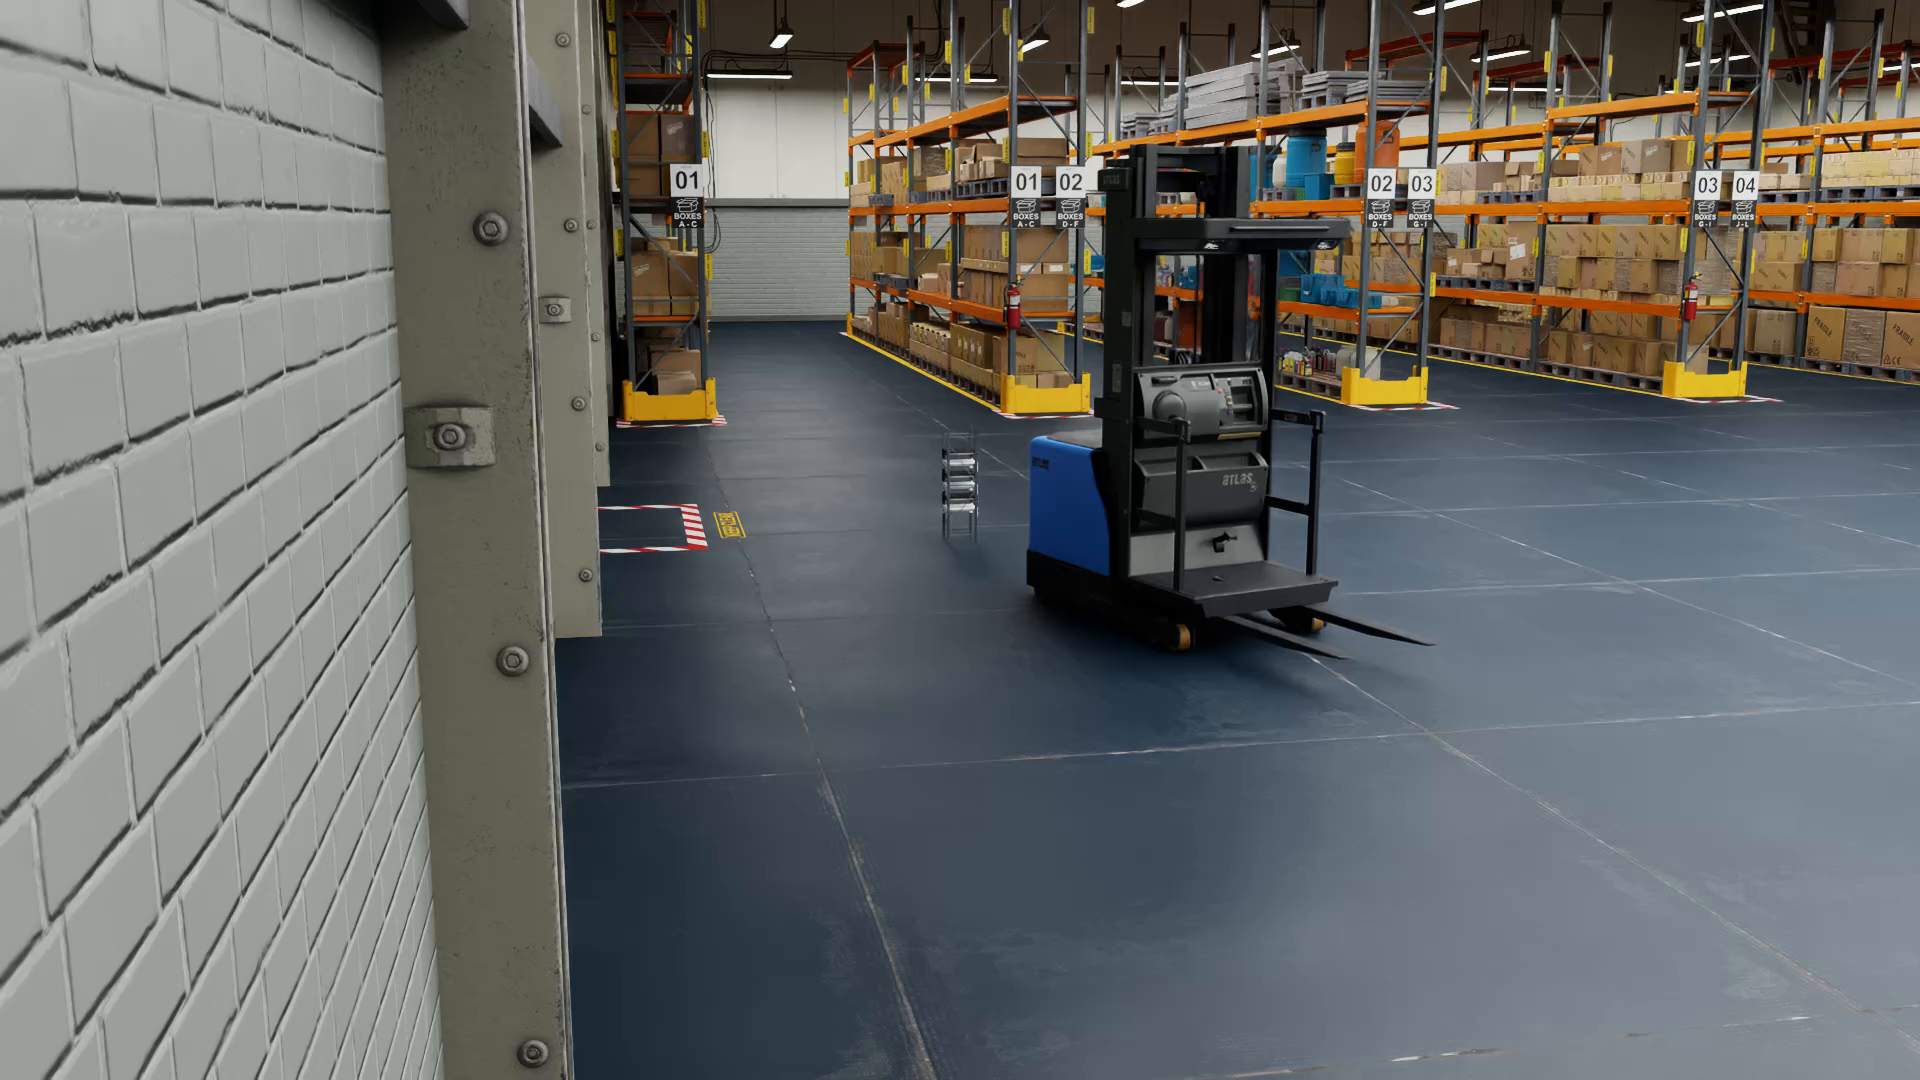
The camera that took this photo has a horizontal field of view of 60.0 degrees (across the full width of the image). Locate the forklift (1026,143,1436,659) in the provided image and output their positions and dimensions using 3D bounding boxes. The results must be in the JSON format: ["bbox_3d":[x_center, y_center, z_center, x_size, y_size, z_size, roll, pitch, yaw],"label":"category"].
[{"bbox_3d":[1.588,-0.878,9.972,1.130,2.935,3.031,-6,12,-28],"label":"forklift"}]

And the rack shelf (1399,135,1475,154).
[{"bbox_3d":[8.909,-7.795,33.080,1.077,0.370,4.000,-2,11,-11],"label":"rack shelf"}]

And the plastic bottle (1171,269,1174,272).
[{"bbox_3d":[4.251,-5.279,33.243,0.152,0.276,0.135,-2,11,-11],"label":"plastic bottle"}]

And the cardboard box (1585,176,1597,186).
[{"bbox_3d":[10.044,-5.630,26.068,0.380,0.149,0.250,-2,11,-12],"label":"cardboard box"}]

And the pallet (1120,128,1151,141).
[{"bbox_3d":[3.853,-8.092,33.219,1.003,0.211,1.213,-2,11,-11],"label":"pallet"}]

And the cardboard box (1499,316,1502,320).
[{"bbox_3d":[12.650,-5.125,38.603,0.380,0.149,0.250,-3,11,-14],"label":"cardboard box"}]

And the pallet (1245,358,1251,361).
[{"bbox_3d":[5.027,-2.890,27.818,1.003,0.211,1.213,-2,11,-11],"label":"pallet"}]

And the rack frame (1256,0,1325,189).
[{"bbox_3d":[5.218,-7.065,26.247,1.000,3.000,0.127,-2,11,-11],"label":"rack frame"}]

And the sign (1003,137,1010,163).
[{"bbox_3d":[0.602,-5.057,21.565,0.100,0.325,0.005,-2,11,-11],"label":"sign"}]

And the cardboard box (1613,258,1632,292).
[{"bbox_3d":[10.505,-4.042,25.347,0.875,0.500,0.500,-2,11,-11],"label":"cardboard box"}]

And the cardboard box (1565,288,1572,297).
[{"bbox_3d":[9.993,-3.987,26.795,0.380,0.149,0.250,-2,11,-11],"label":"cardboard box"}]

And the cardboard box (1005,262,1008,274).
[{"bbox_3d":[0.823,-3.683,22.525,0.380,0.149,0.250,-2,11,-10],"label":"cardboard box"}]

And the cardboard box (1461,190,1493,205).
[{"bbox_3d":[9.349,-6.148,29.853,0.500,0.250,0.500,-2,11,-10],"label":"cardboard box"}]

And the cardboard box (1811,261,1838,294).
[{"bbox_3d":[15.045,-4.466,28.237,0.875,0.550,0.550,-2,11,-11],"label":"cardboard box"}]

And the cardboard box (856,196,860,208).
[{"bbox_3d":[-1.941,-7.252,35.653,0.500,0.250,0.500,-2,11,-11],"label":"cardboard box"}]

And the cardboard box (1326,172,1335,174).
[{"bbox_3d":[8.309,-7.684,35.867,0.700,0.500,0.500,-3,11,-14],"label":"cardboard box"}]

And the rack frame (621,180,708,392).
[{"bbox_3d":[-3.722,-3.024,21.061,1.000,3.000,0.127,-2,11,-11],"label":"rack frame"}]

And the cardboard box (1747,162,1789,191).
[{"bbox_3d":[14.796,-6.663,30.499,0.500,0.500,0.500,-2,11,-11],"label":"cardboard box"}]

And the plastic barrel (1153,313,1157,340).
[{"bbox_3d":[3.911,-4.232,32.939,0.421,0.512,0.421,0,11,0],"label":"plastic barrel"}]

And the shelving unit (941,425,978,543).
[{"bbox_3d":[-0.002,-0.444,13.120,0.258,0.900,0.210,-2,11,-11],"label":"shelving unit"}]

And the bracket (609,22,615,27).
[{"bbox_3d":[-6.611,-9.974,31.904,0.235,0.232,0.430,-2,11,-11],"label":"bracket"}]

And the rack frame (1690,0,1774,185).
[{"bbox_3d":[10.854,-6.511,23.339,1.000,3.000,0.127,-2,11,-11],"label":"rack frame"}]

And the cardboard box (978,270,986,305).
[{"bbox_3d":[0.654,-3.718,24.438,0.700,0.500,0.500,-2,11,-10],"label":"cardboard box"}]

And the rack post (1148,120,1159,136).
[{"bbox_3d":[4.181,-7.920,32.077,0.937,0.300,0.954,-1,11,-5],"label":"rack post"}]

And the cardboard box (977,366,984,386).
[{"bbox_3d":[0.534,-2.331,23.650,0.500,0.250,0.500,-2,11,-11],"label":"cardboard box"}]

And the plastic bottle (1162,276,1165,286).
[{"bbox_3d":[3.875,-4.894,31.420,0.097,0.201,0.097,0,11,0],"label":"plastic bottle"}]

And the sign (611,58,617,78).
[{"bbox_3d":[-5.821,-7.954,27.997,0.100,0.325,0.005,-2,11,-11],"label":"sign"}]

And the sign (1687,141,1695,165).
[{"bbox_3d":[10.306,-5.456,23.450,0.100,0.325,0.005,-2,11,-11],"label":"sign"}]

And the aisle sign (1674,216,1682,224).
[{"bbox_3d":[17.753,-8.161,41.097,0.394,0.787,0.004,-2,11,-11],"label":"aisle sign"}]

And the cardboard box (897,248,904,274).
[{"bbox_3d":[-0.793,-5.339,31.835,0.700,0.500,0.500,-5,12,-25],"label":"cardboard box"}]

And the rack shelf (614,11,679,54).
[{"bbox_3d":[-5.667,-9.084,29.892,1.077,0.370,4.000,-2,11,-11],"label":"rack shelf"}]

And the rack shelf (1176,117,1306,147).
[{"bbox_3d":[4.829,-6.882,28.279,1.077,0.370,4.000,-2,11,-11],"label":"rack shelf"}]

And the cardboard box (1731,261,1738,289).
[{"bbox_3d":[14.300,-4.873,30.510,0.500,0.500,0.500,-2,11,-12],"label":"cardboard box"}]

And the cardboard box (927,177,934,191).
[{"bbox_3d":[-0.276,-6.197,28.987,0.500,0.250,0.500,-3,11,-15],"label":"cardboard box"}]

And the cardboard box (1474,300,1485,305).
[{"bbox_3d":[12.396,-5.650,39.770,0.380,0.149,0.250,-3,11,-14],"label":"cardboard box"}]

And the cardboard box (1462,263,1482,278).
[{"bbox_3d":[9.399,-4.848,29.925,0.500,0.250,0.500,-2,11,-13],"label":"cardboard box"}]

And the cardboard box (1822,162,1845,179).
[{"bbox_3d":[14.782,-6.161,27.737,0.500,0.250,0.500,-2,11,-11],"label":"cardboard box"}]

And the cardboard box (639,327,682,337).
[{"bbox_3d":[-5.087,-3.349,28.278,0.700,0.500,0.500,-2,11,-10],"label":"cardboard box"}]

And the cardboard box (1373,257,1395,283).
[{"bbox_3d":[8.666,-5.442,33.499,0.500,0.500,0.500,-2,11,-10],"label":"cardboard box"}]

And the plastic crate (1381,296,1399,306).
[{"bbox_3d":[6.138,-3.430,23.902,0.298,0.136,0.250,-2,11,-11],"label":"plastic crate"}]

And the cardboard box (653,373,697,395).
[{"bbox_3d":[-3.768,-2.049,21.955,0.500,0.311,0.500,-3,11,-17],"label":"cardboard box"}]

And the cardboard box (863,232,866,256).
[{"bbox_3d":[-1.750,-6.215,34.888,0.500,0.500,0.500,-2,11,-11],"label":"cardboard box"}]

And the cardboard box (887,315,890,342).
[{"bbox_3d":[-1.138,-4.107,32.259,0.500,0.500,0.500,-2,11,-10],"label":"cardboard box"}]

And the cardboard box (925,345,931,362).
[{"bbox_3d":[-0.301,-3.139,27.898,0.500,0.250,0.500,-2,11,-10],"label":"cardboard box"}]

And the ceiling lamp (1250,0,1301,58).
[{"bbox_3d":[6.570,-11.348,33.141,0.800,3.185,2.000,-2,11,-11],"label":"ceiling lamp"}]

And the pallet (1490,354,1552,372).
[{"bbox_3d":[9.924,-3.071,28.765,1.003,0.211,1.213,-2,11,-11],"label":"pallet"}]

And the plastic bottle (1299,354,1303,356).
[{"bbox_3d":[5.228,-2.730,25.625,0.152,0.276,0.135,-2,11,-11],"label":"plastic bottle"}]

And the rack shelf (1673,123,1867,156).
[{"bbox_3d":[14.572,-7.224,30.076,1.077,0.370,4.000,-2,11,-11],"label":"rack shelf"}]

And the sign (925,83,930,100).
[{"bbox_3d":[-0.654,-8.910,33.023,0.100,0.325,0.005,-2,11,-11],"label":"sign"}]

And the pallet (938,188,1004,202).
[{"bbox_3d":[0.174,-5.479,26.450,0.805,0.209,1.217,-3,11,-13],"label":"pallet"}]

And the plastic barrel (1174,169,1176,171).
[{"bbox_3d":[4.144,-7.204,32.535,0.600,0.901,0.708,-2,11,-11],"label":"plastic barrel"}]
